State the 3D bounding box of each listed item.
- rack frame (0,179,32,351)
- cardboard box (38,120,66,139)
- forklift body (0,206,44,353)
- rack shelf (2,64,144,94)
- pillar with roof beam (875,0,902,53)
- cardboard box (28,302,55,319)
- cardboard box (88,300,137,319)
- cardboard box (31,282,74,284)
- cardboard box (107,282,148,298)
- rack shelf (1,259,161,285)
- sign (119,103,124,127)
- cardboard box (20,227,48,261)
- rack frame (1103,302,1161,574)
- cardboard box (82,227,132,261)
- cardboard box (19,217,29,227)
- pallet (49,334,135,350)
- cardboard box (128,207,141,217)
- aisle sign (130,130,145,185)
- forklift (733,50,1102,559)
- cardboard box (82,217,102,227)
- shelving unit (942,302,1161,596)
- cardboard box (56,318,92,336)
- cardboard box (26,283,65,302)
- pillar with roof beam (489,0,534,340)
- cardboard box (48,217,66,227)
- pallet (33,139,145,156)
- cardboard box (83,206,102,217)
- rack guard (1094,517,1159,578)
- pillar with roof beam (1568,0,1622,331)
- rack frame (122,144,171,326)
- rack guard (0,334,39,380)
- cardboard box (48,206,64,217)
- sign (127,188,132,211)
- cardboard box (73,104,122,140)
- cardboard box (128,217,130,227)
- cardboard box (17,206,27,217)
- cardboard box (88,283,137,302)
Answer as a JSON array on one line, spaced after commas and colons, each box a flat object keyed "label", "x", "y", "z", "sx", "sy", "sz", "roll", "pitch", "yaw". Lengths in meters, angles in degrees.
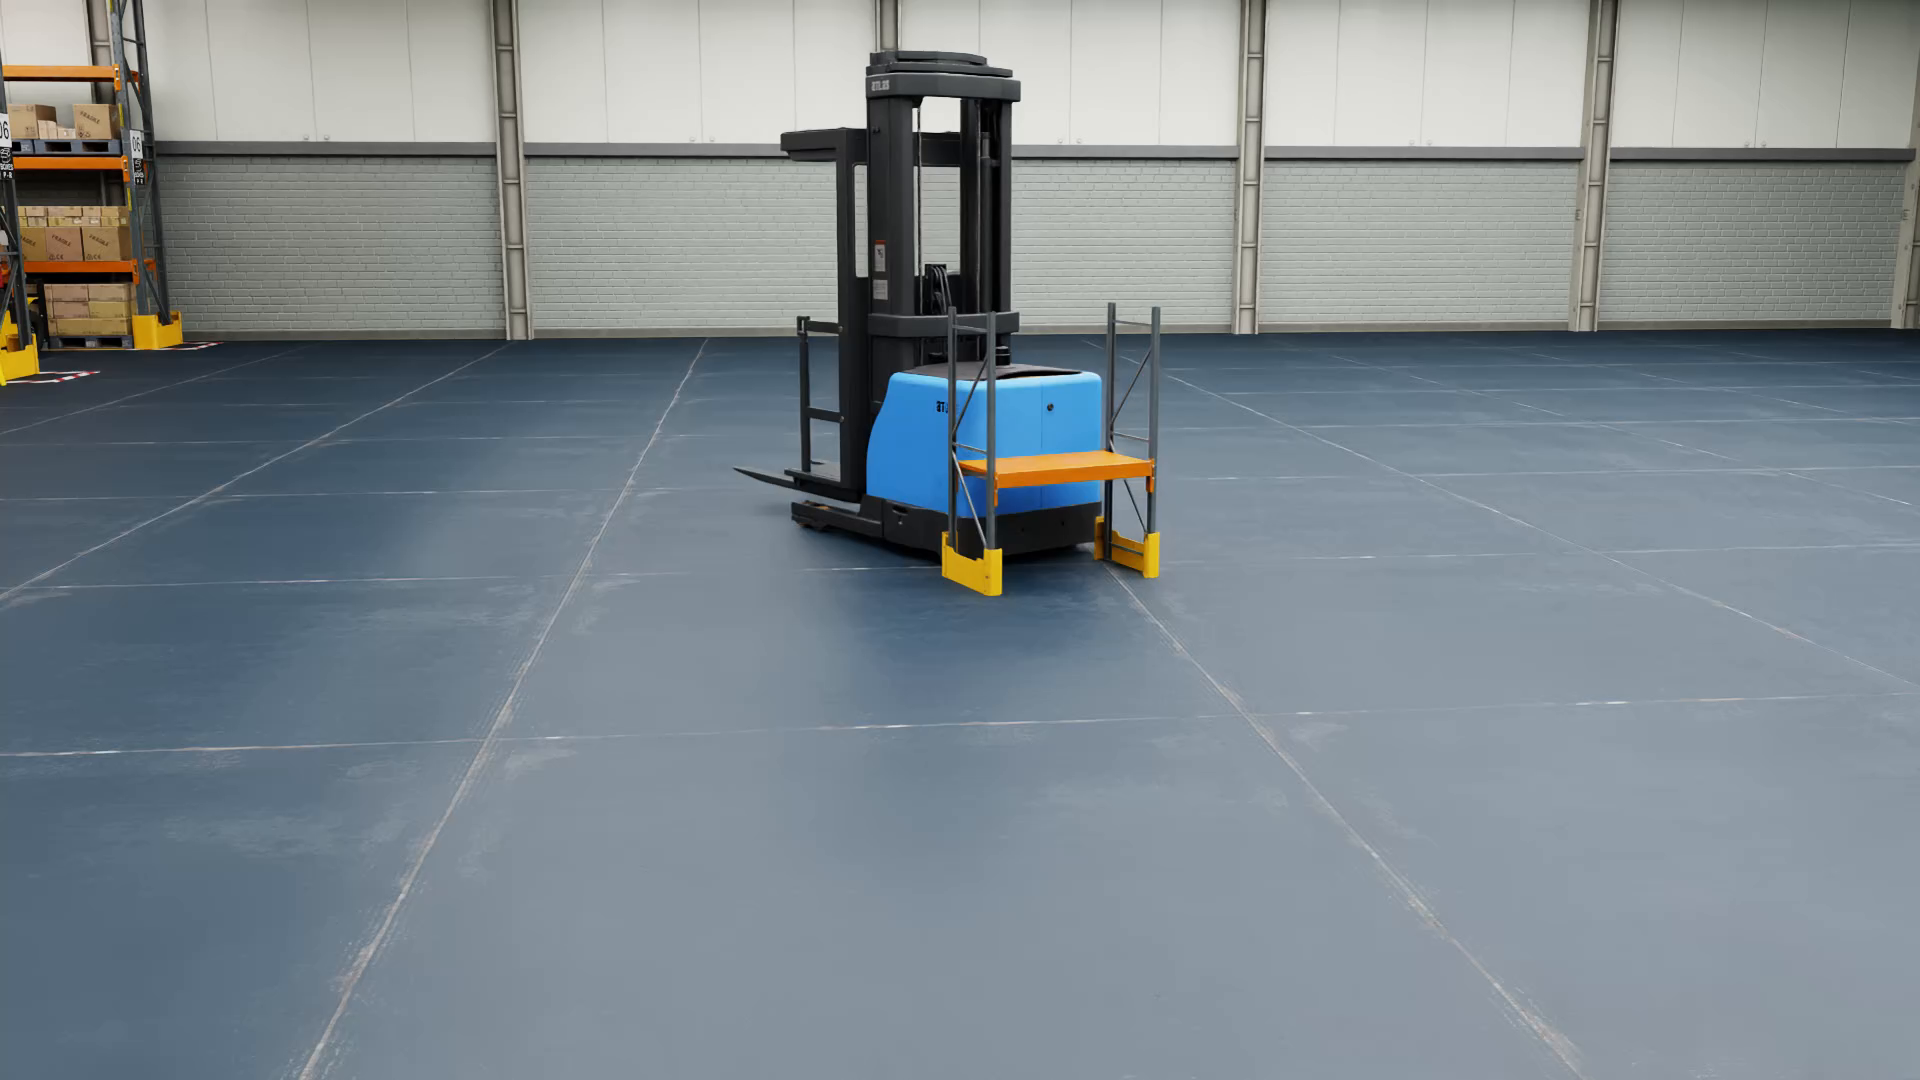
[{"label": "rack frame", "x": -11.748, "y": -3.489, "z": 20.337, "sx": 0.127, "sy": 3.000, "sz": 1.000, "roll": -1, "pitch": 11, "yaw": -6}, {"label": "cardboard box", "x": -13.331, "y": -6.021, "z": 24.441, "sx": 0.258, "sy": 0.266, "sz": 0.396, "roll": -1, "pitch": 11, "yaw": -6}, {"label": "forklift body", "x": -13.976, "y": -3.635, "z": 23.280, "sx": 1.214, "sy": 2.155, "sz": 2.313, "roll": -1, "pitch": 11, "yaw": -6}, {"label": "rack shelf", "x": -14.276, "y": -6.793, "z": 24.496, "sx": 4.000, "sy": 0.370, "sz": 1.077, "roll": -1, "pitch": 11, "yaw": -6}, {"label": "pillar with roof beam", "x": -0.683, "y": -6.967, "z": 22.477, "sx": 0.400, "sy": 9.000, "sz": 9.100, "roll": -1, "pitch": 11, "yaw": -6}, {"label": "cardboard box", "x": -13.749, "y": -3.449, "z": 24.881, "sx": 0.500, "sy": 0.250, "sz": 0.500, "roll": -1, "pitch": 11, "yaw": -7}, {"label": "cardboard box", "x": -12.738, "y": -3.472, "z": 24.998, "sx": 0.500, "sy": 0.250, "sz": 0.500, "roll": -1, "pitch": 11, "yaw": -7}, {"label": "cardboard box", "x": -13.781, "y": -3.795, "z": 25.341, "sx": 0.500, "sy": 0.250, "sz": 0.500, "roll": -1, "pitch": 11, "yaw": -6}, {"label": "cardboard box", "x": -12.786, "y": -3.814, "z": 25.440, "sx": 0.500, "sy": 0.250, "sz": 0.500, "roll": -1, "pitch": 11, "yaw": -7}, {"label": "rack shelf", "x": -14.276, "y": -4.046, "z": 25.036, "sx": 4.000, "sy": 0.370, "sz": 1.077, "roll": -1, "pitch": 11, "yaw": -6}, {"label": "sign", "x": -12.243, "y": -6.203, "z": 24.281, "sx": 0.005, "sy": 0.325, "sz": 0.100, "roll": -1, "pitch": 11, "yaw": -6}, {"label": "cardboard box", "x": -13.775, "y": -4.409, "z": 24.760, "sx": 0.500, "sy": 0.500, "sz": 0.500, "roll": -1, "pitch": 11, "yaw": -7}, {"label": "rack frame", "x": 0.968, "y": -0.577, "z": 9.415, "sx": 0.032, "sy": 1.500, "sz": 0.500, "roll": -6, "pitch": 12, "yaw": -26}, {"label": "cardboard box", "x": -12.749, "y": -4.429, "z": 24.861, "sx": 0.500, "sy": 0.500, "sz": 0.500, "roll": -1, "pitch": 11, "yaw": -7}, {"label": "cardboard box", "x": -13.875, "y": -4.715, "z": 24.636, "sx": 0.250, "sy": 0.149, "sz": 0.380, "roll": -1, "pitch": 11, "yaw": -6}, {"label": "pallet", "x": -13.044, "y": -3.048, "z": 25.326, "sx": 1.213, "sy": 0.211, "sz": 1.003, "roll": -1, "pitch": 11, "yaw": -6}, {"label": "cardboard box", "x": -12.645, "y": -4.988, "z": 25.250, "sx": 0.250, "sy": 0.149, "sz": 0.380, "roll": -1, "pitch": 11, "yaw": -7}, {"label": "aisle sign", "x": -12.191, "y": -5.661, "z": 24.648, "sx": 0.004, "sy": 0.787, "sz": 0.394, "roll": -1, "pitch": 11, "yaw": -6}, {"label": "forklift", "x": -0.439, "y": -1.542, "z": 10.614, "sx": 1.130, "sy": 2.935, "sz": 3.031, "roll": -8, "pitch": 14, "yaw": -36}, {"label": "cardboard box", "x": -12.853, "y": -4.736, "z": 24.740, "sx": 0.250, "sy": 0.149, "sz": 0.380, "roll": -1, "pitch": 11, "yaw": -5}, {"label": "shelving unit", "x": 0.506, "y": -0.532, "z": 9.185, "sx": 1.083, "sy": 1.500, "sz": 0.587, "roll": -6, "pitch": 12, "yaw": -26}, {"label": "cardboard box", "x": -13.216, "y": -3.218, "z": 25.002, "sx": 0.500, "sy": 0.250, "sz": 0.500, "roll": -1, "pitch": 11, "yaw": -6}, {"label": "cardboard box", "x": -13.720, "y": -3.694, "z": 24.831, "sx": 0.500, "sy": 0.250, "sz": 0.500, "roll": -1, "pitch": 11, "yaw": -5}, {"label": "pillar with roof beam", "x": -6.648, "y": -6.842, "z": 21.842, "sx": 0.400, "sy": 9.000, "sz": 9.100, "roll": -1, "pitch": 11, "yaw": -6}, {"label": "cardboard box", "x": -13.365, "y": -4.739, "z": 24.757, "sx": 0.250, "sy": 0.149, "sz": 0.380, "roll": -1, "pitch": 11, "yaw": -6}, {"label": "pallet", "x": -12.994, "y": -5.859, "z": 24.848, "sx": 1.213, "sy": 0.211, "sz": 1.003, "roll": -1, "pitch": 11, "yaw": -6}, {"label": "cardboard box", "x": -12.863, "y": -4.895, "z": 24.778, "sx": 0.250, "sy": 0.149, "sz": 0.380, "roll": -1, "pitch": 11, "yaw": -6}, {"label": "rack guard", "x": 0.950, "y": 0.038, "z": 9.527, "sx": 0.087, "sy": 0.250, "sz": 0.587, "roll": -6, "pitch": 12, "yaw": -26}, {"label": "pillar with roof beam", "x": 11.247, "y": -7.217, "z": 23.749, "sx": 0.400, "sy": 9.000, "sz": 9.100, "roll": -1, "pitch": 11, "yaw": -6}, {"label": "rack frame", "x": -12.288, "y": -4.440, "z": 25.178, "sx": 0.127, "sy": 3.000, "sz": 1.000, "roll": -1, "pitch": 11, "yaw": -6}, {"label": "rack guard", "x": -11.824, "y": -2.260, "z": 20.570, "sx": 0.348, "sy": 0.500, "sz": 1.175, "roll": -1, "pitch": 11, "yaw": -6}, {"label": "cardboard box", "x": -13.376, "y": -4.893, "z": 24.770, "sx": 0.250, "sy": 0.149, "sz": 0.380, "roll": -1, "pitch": 11, "yaw": -6}, {"label": "sign", "x": -12.243, "y": -5.020, "z": 24.513, "sx": 0.005, "sy": 0.325, "sz": 0.100, "roll": -1, "pitch": 11, "yaw": -6}, {"label": "cardboard box", "x": -12.702, "y": -6.160, "z": 24.545, "sx": 0.500, "sy": 0.500, "sz": 0.500, "roll": -1, "pitch": 11, "yaw": -4}, {"label": "cardboard box", "x": -12.653, "y": -4.850, "z": 25.323, "sx": 0.250, "sy": 0.149, "sz": 0.380, "roll": -1, "pitch": 11, "yaw": -8}, {"label": "cardboard box", "x": -13.879, "y": -4.860, "z": 24.601, "sx": 0.250, "sy": 0.149, "sz": 0.380, "roll": -1, "pitch": 11, "yaw": -5}, {"label": "cardboard box", "x": -12.712, "y": -3.718, "z": 24.954, "sx": 0.500, "sy": 0.250, "sz": 0.500, "roll": -1, "pitch": 11, "yaw": -4}]
